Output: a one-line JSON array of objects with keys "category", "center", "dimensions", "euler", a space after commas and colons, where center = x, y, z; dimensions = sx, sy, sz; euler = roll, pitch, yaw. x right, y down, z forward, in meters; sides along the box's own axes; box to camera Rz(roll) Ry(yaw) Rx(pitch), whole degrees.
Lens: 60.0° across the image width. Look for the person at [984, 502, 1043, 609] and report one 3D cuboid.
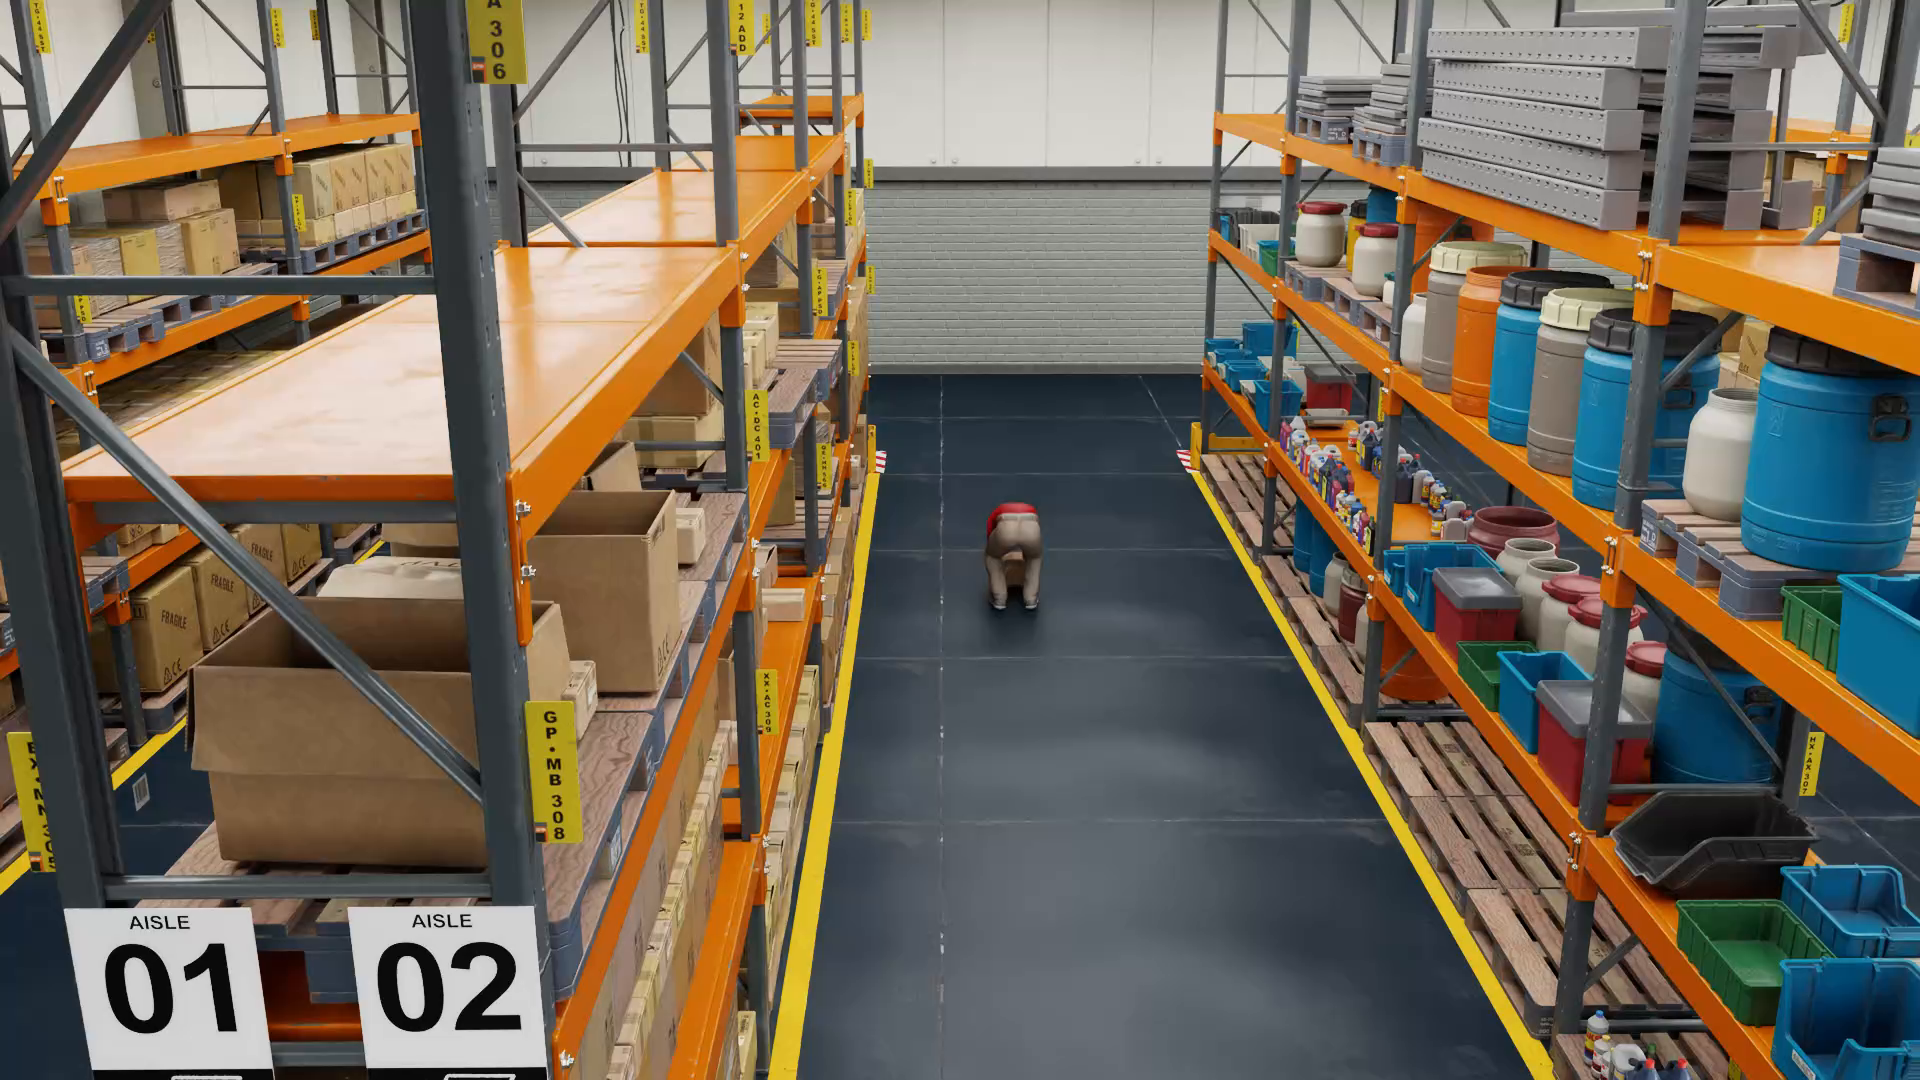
[{"category": "person", "center": [0.490, 0.078, 15.151], "dimensions": [0.523, 0.949, 0.899], "euler": [-1, 17, -3]}]
